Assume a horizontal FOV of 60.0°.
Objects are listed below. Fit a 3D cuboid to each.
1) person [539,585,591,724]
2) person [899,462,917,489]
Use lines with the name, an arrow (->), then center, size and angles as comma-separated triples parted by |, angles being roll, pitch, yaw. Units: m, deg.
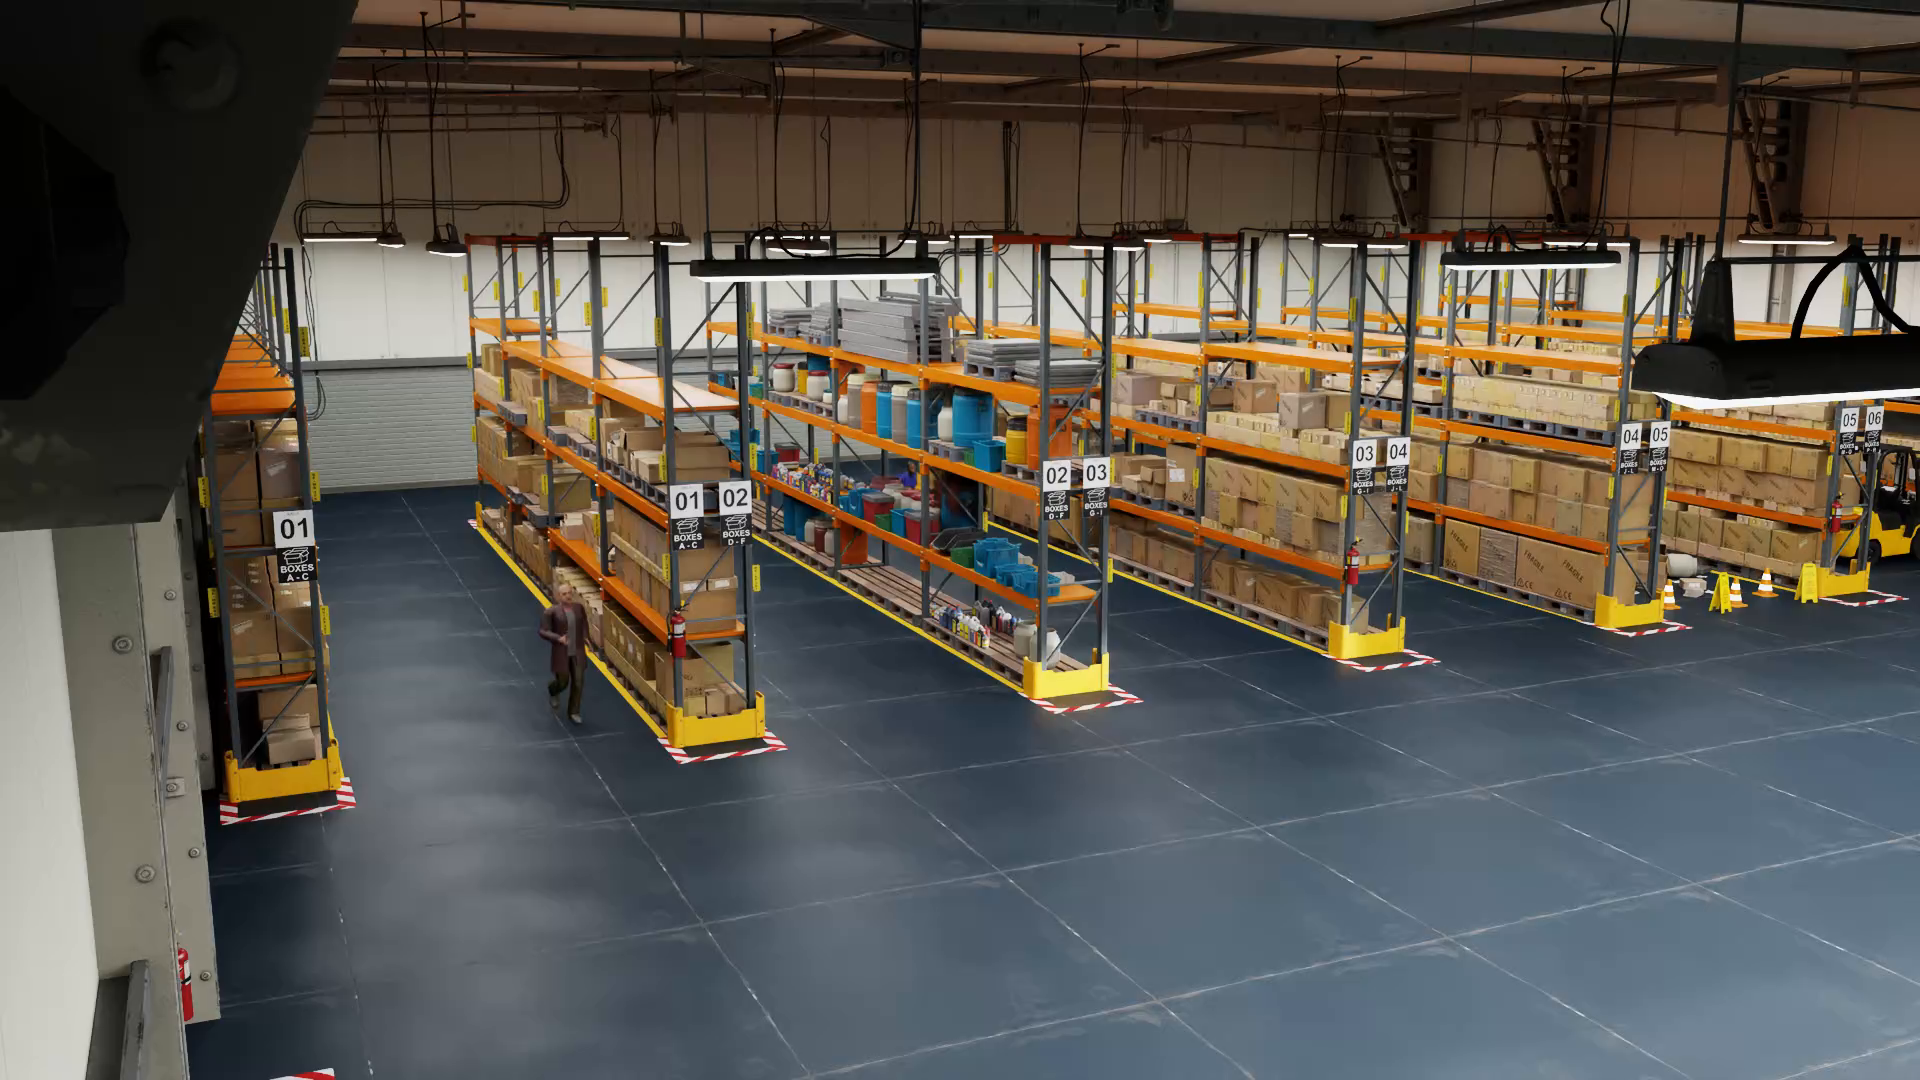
person -> -5.019, 1.420, 21.193 | 0.712, 1.745, 0.835 | -8, 13, -34
person -> -1.094, -0.747, 32.778 | 0.577, 1.666, 0.953 | -6, 12, -28
